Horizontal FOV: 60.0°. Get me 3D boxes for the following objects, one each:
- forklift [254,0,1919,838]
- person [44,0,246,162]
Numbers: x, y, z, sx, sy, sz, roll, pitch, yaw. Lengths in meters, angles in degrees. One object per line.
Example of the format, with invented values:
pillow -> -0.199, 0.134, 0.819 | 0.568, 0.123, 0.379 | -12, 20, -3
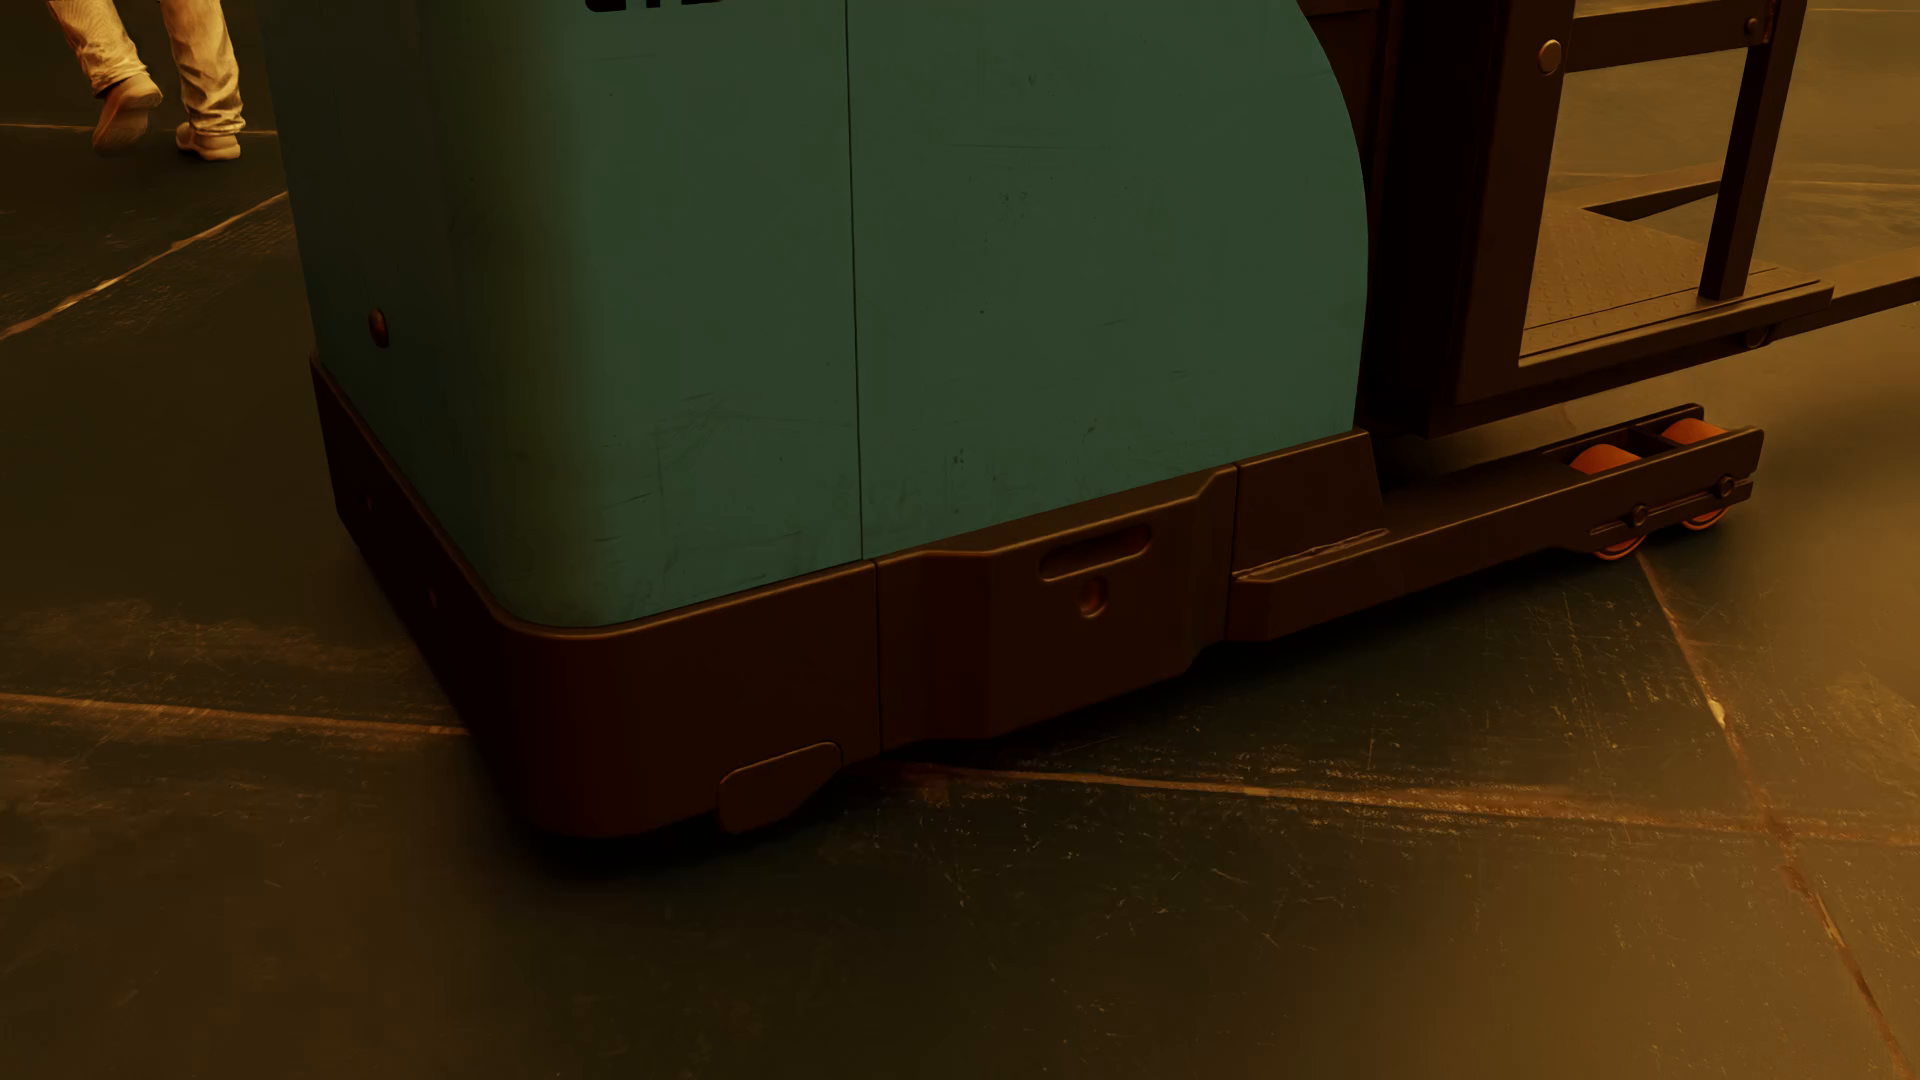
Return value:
forklift -> 0.616, -1.469, 2.161 | 3.031, 2.935, 1.130 | -15, 30, -27
person -> -2.188, -1.865, 4.265 | 0.731, 1.764, 0.467 | -23, 35, -38
